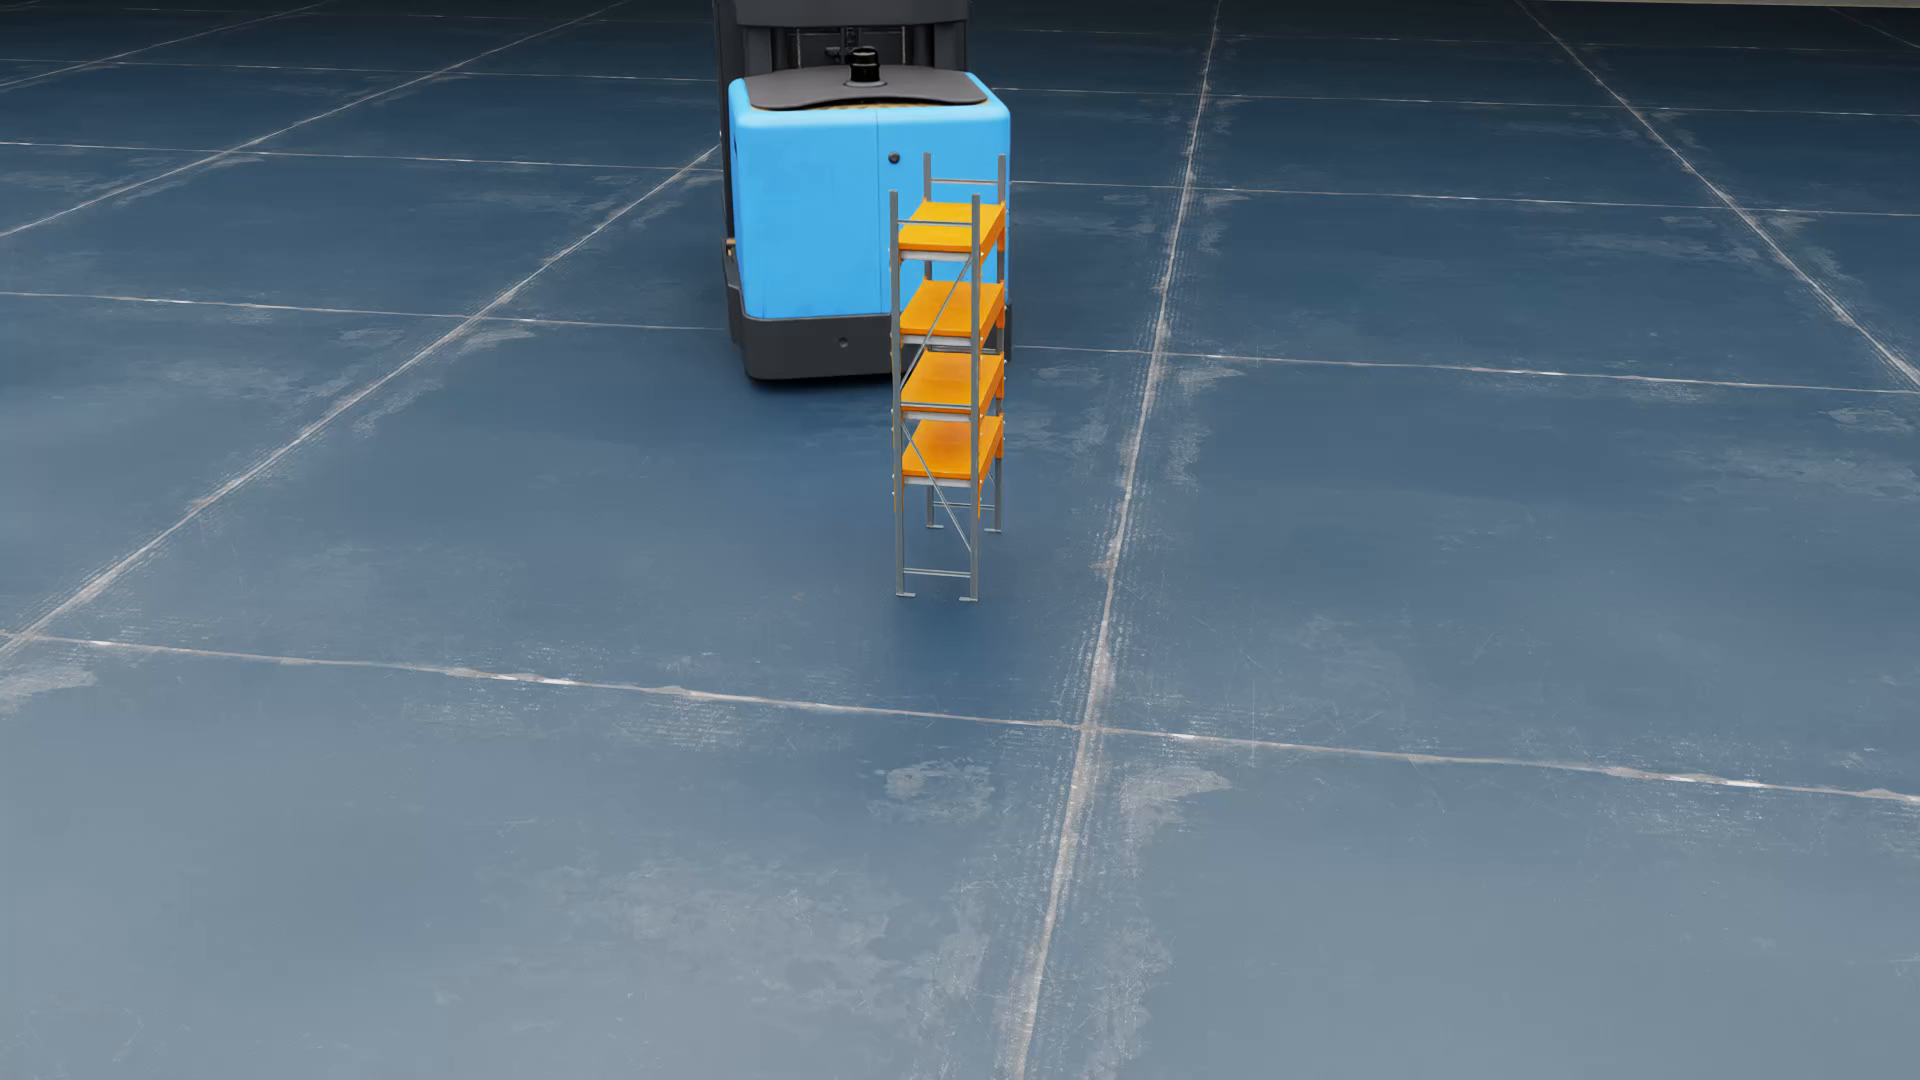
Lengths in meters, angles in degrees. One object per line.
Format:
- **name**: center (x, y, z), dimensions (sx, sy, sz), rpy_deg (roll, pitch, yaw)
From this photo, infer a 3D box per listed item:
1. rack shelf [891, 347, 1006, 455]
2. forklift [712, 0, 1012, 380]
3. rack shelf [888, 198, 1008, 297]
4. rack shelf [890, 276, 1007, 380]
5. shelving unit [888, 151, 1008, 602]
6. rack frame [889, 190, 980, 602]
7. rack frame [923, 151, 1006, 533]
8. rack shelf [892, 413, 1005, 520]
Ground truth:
- **rack shelf**: center (-0.027, -0.413, 4.876), dimensions (0.258, 0.148, 0.480), rpy_deg (4, 25, 9)
- **forklift**: center (-0.544, -2.541, 7.221), dimensions (1.130, 2.935, 3.031), rpy_deg (-4, 25, -8)
- **rack shelf**: center (-0.027, -0.830, 4.681), dimensions (0.258, 0.148, 0.480), rpy_deg (4, 25, 9)
- **rack shelf**: center (-0.027, -0.616, 4.781), dimensions (0.258, 0.148, 0.480), rpy_deg (4, 25, 9)
- **shelving unit**: center (-0.027, -0.474, 4.848), dimensions (0.258, 1.200, 0.503), rpy_deg (4, 25, 9)
- **rack frame**: center (-0.067, -0.372, 4.630), dimensions (0.240, 1.200, 0.015), rpy_deg (4, 25, 9)
- **rack frame**: center (0.013, -0.576, 5.066), dimensions (0.240, 1.200, 0.015), rpy_deg (4, 25, 9)
- **rack shelf**: center (-0.027, -0.233, 4.960), dimensions (0.258, 0.148, 0.480), rpy_deg (4, 25, 9)
